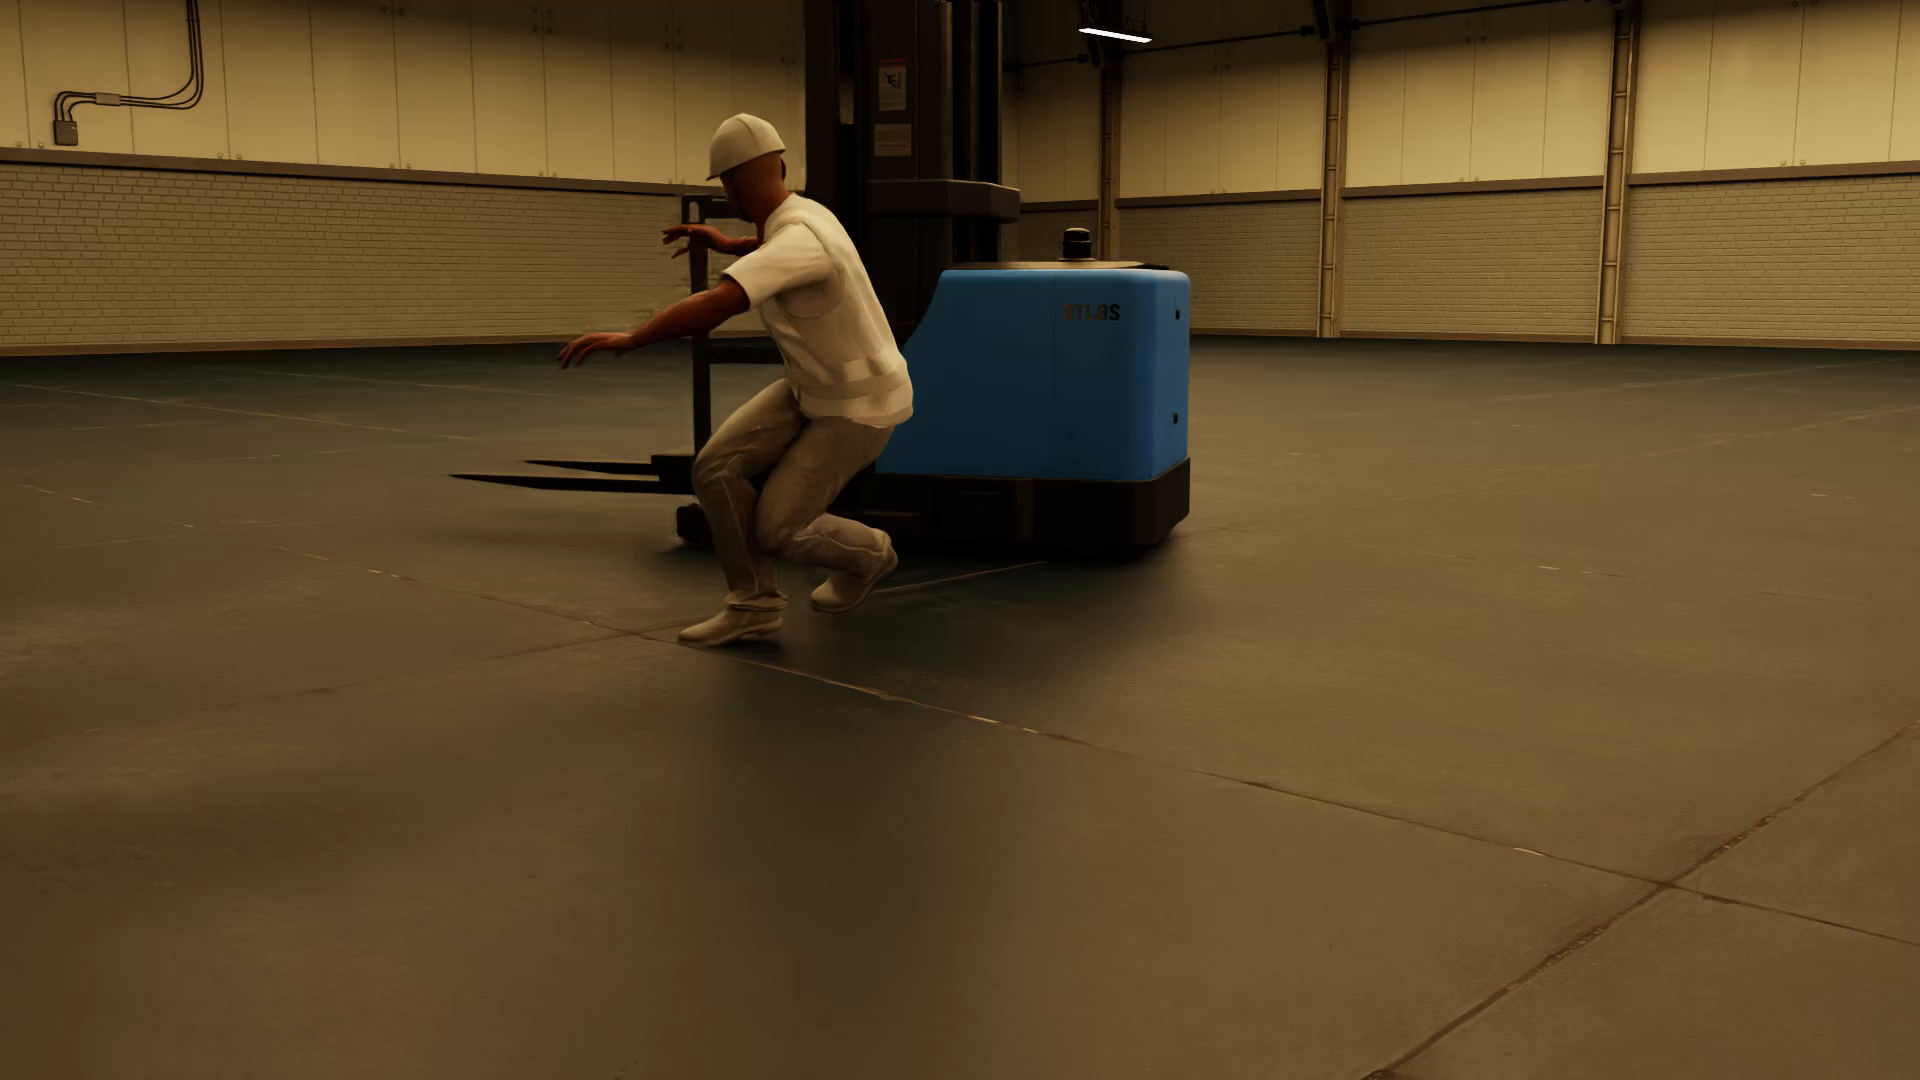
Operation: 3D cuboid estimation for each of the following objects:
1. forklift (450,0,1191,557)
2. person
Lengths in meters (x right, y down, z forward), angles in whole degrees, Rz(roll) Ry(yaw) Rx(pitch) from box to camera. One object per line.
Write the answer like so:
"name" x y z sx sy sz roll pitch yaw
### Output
"forklift" -0.616 -1.488 6.758 3.031 2.935 1.130 2 9 16
"person" -0.672 -0.436 4.683 1.103 1.482 0.850 -5 10 -31
